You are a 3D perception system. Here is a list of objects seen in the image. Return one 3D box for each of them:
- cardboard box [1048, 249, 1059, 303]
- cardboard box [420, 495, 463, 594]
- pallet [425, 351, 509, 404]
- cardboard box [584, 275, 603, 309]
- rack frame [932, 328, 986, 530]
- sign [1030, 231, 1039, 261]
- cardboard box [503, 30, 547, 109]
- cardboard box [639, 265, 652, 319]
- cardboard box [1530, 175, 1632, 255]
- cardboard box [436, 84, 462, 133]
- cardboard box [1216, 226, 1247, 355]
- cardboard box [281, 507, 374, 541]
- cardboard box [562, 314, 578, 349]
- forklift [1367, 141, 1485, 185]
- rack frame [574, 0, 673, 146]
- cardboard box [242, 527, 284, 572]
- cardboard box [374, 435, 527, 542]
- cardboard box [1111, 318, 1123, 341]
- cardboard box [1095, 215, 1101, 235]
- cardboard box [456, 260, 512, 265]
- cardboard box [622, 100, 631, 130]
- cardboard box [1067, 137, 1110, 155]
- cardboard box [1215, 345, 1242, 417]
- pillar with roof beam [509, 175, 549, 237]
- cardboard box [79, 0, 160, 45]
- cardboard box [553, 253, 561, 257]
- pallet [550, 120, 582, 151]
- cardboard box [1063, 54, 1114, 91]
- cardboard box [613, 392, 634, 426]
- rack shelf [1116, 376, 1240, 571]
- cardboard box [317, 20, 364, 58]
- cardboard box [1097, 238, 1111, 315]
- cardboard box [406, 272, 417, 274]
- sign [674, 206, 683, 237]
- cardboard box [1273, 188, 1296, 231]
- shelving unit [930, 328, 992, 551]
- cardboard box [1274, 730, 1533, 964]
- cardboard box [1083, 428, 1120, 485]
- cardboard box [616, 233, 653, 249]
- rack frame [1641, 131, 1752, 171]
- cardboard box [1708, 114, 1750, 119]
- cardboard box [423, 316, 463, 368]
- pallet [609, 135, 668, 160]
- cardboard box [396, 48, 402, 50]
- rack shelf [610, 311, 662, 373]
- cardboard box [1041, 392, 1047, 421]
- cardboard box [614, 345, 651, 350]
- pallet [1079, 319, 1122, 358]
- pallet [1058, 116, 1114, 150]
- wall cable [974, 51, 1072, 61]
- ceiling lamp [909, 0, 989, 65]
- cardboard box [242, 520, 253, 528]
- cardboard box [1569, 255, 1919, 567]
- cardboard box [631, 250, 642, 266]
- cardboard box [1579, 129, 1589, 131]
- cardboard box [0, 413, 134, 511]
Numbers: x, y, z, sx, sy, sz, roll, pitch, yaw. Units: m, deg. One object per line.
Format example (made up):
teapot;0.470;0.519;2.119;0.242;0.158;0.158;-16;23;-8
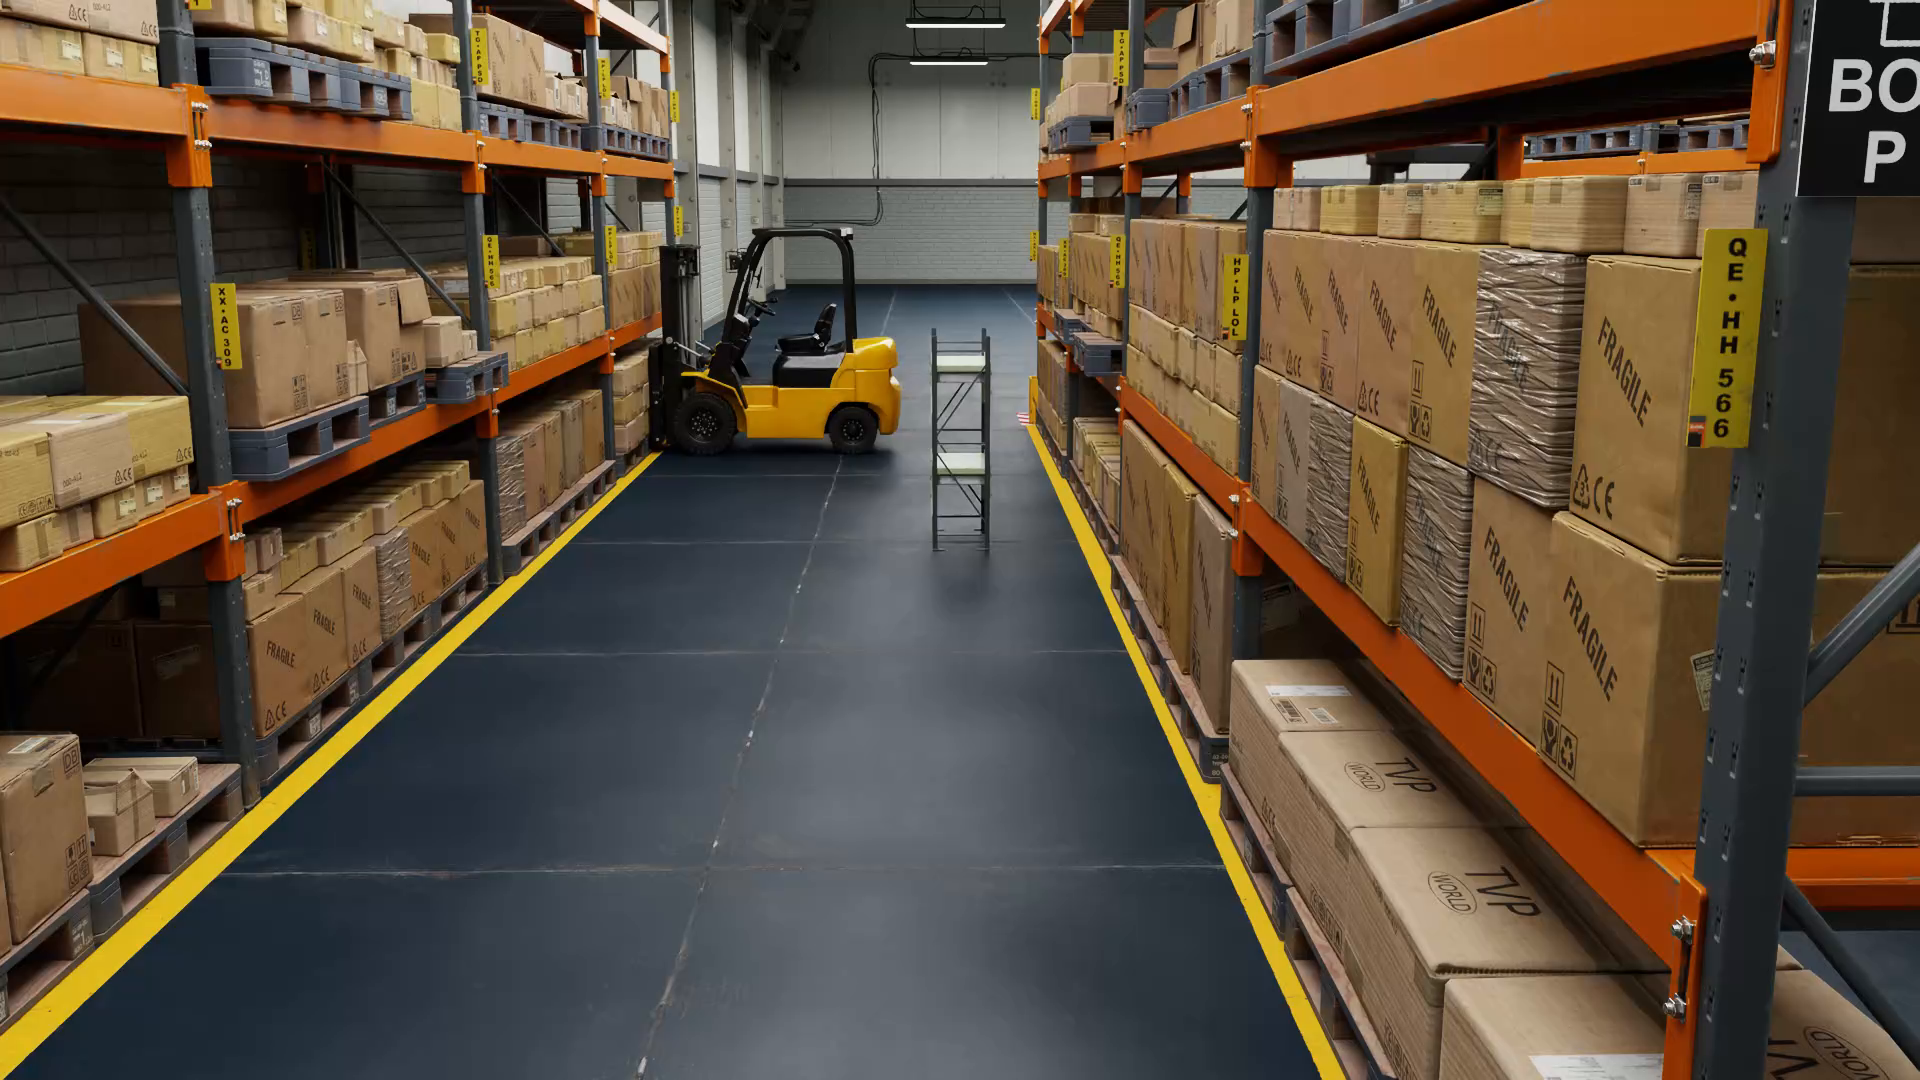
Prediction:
cardboard box;1.136;-2.590;16.280;0.500;0.500;0.500;0;11;-2
cardboard box;-3.214;0.018;9.658;0.500;0.500;0.500;0;11;-2
pallet;-3.353;-0.956;9.708;1.213;0.211;1.003;0;11;-1
cardboard box;-3.255;-2.054;13.760;0.500;0.250;0.500;0;11;-2
rack frame;-0.008;-0.809;12.275;0.400;1.500;0.023;0;11;-1
sign;0.817;-3.218;18.197;0.100;0.325;0.005;0;11;-1
cardboard box;-3.230;-3.305;11.704;0.500;0.500;0.500;0;11;0
cardboard box;-3.296;-2.422;16.200;0.500;0.500;0.500;0;11;-1
cardboard box;1.364;-0.644;3.290;0.380;0.149;0.250;0;11;-2
cardboard box;-3.184;-2.480;9.570;0.500;0.250;0.500;-1;11;-3
cardboard box;1.347;-1.037;6.860;0.500;0.500;0.500;0;11;1
cardboard box;-3.221;-0.073;8.473;0.380;0.149;0.250;0;11;-1
cardboard box;-3.253;-1.608;12.818;0.500;0.250;0.500;0;11;-1
forklift;3.338;-1.561;12.383;1.130;2.935;3.031;0;11;1
rack frame;-3.603;-5.715;17.594;1.000;3.000;0.127;0;11;-1
cardboard box;-3.150;0.043;7.155;0.380;0.149;0.250;-1;11;-4
cardboard box;-3.437;-0.350;11.157;0.875;0.625;0.625;0;11;1
cardboard box;1.205;-1.405;11.017;0.380;0.149;0.250;0;11;0
cardboard box;1.224;-2.408;12.699;0.380;0.149;0.250;0;11;2
cardboard box;-3.744;-2.122;13.089;0.380;0.149;0.250;0;11;-2
cardboard box;-3.247;-3.935;15.395;0.396;0.266;0.258;-1;11;-2
cardboard box;1.130;-3.409;14.405;0.380;0.149;0.250;0;11;-1
cardboard box;1.355;-0.668;6.929;0.500;0.250;0.500;0;11;-1
pillar with roof beam;-0.186;-5.590;16.980;9.100;9.000;0.400;0;11;-1
cardboard box;-3.095;-1.836;5.652;0.500;0.250;0.500;0;11;-1
cardboard box;-3.821;-2.511;15.010;0.380;0.149;0.250;0;11;0
pallet;-3.489;-3.180;13.128;0.805;0.209;1.217;-1;11;-3
cardboard box;1.074;-3.631;12.931;0.500;0.250;0.500;0;11;-2
cardboard box;-3.222;-1.180;14.933;0.500;0.250;0.500;0;11;-1
rack shelf;1.566;-0.455;8.568;1.077;0.370;4.000;0;11;-1
cardboard box;-2.983;-2.305;7.658;0.380;0.149;0.250;0;11;0
cardboard box;1.216;-1.798;11.321;0.500;0.500;0.500;0;11;-2
cardboard box;-3.764;-1.666;10.846;0.380;0.149;0.250;0;11;0
sign;-3.060;-3.457;18.049;0.100;0.325;0.005;0;11;-1
cardboard box;1.355;-1.203;6.048;0.380;0.149;0.250;0;11;-2
shelving unit;0.000;-0.736;11.917;0.431;1.500;0.755;0;11;-1
cardboard box;1.532;0.943;5.255;0.875;0.438;0.875;-1;11;-3
cardboard box;1.474;-0.671;13.376;0.950;0.372;0.625;0;11;2
cardboard box;-3.258;-2.963;16.491;0.380;0.149;0.250;0;11;0
rack frame;6.389;-2.041;14.574;1.000;3.000;0.127;0;11;-1
cardboard box;6.162;-3.435;13.228;0.250;0.149;0.380;0;11;-1
cardboard box;-3.092;-1.108;9.298;0.500;0.250;0.500;-1;11;-4
pallet;-3.614;-4.060;17.207;1.003;0.211;1.213;0;11;-1
cardboard box;-3.216;-2.699;8.899;0.380;0.149;0.250;0;11;-2
rack shelf;-3.562;-2.024;16.302;1.077;0.370;4.000;0;11;-1
cardboard box;1.103;-1.391;17.230;0.500;0.250;0.500;0;11;1
cardboard box;-3.245;-1.831;16.883;0.500;0.250;0.500;0;11;0
pallet;1.443;-1.505;12.414;1.003;0.211;1.213;0;11;-1
pallet;1.373;-3.049;12.472;1.213;0.211;1.003;0;11;-1
wall cable;1.950;-15.333;48.673;3.097;2.526;0.112;0;11;-1
ceiling lamp;-0.281;-13.648;42.018;2.000;3.185;0.800;0;11;-1
cardboard box;-3.720;-0.017;8.197;0.380;0.149;0.250;0;11;0
cardboard box;1.442;-0.249;2.975;0.500;0.500;0.500;0;11;1
cardboard box;-3.276;-2.718;16.030;0.380;0.149;0.250;0;11;-2
cardboard box;6.041;-3.916;15.595;0.380;0.149;0.250;0;11;0
cardboard box;-3.075;-0.262;5.433;0.500;0.250;0.500;0;11;-1
